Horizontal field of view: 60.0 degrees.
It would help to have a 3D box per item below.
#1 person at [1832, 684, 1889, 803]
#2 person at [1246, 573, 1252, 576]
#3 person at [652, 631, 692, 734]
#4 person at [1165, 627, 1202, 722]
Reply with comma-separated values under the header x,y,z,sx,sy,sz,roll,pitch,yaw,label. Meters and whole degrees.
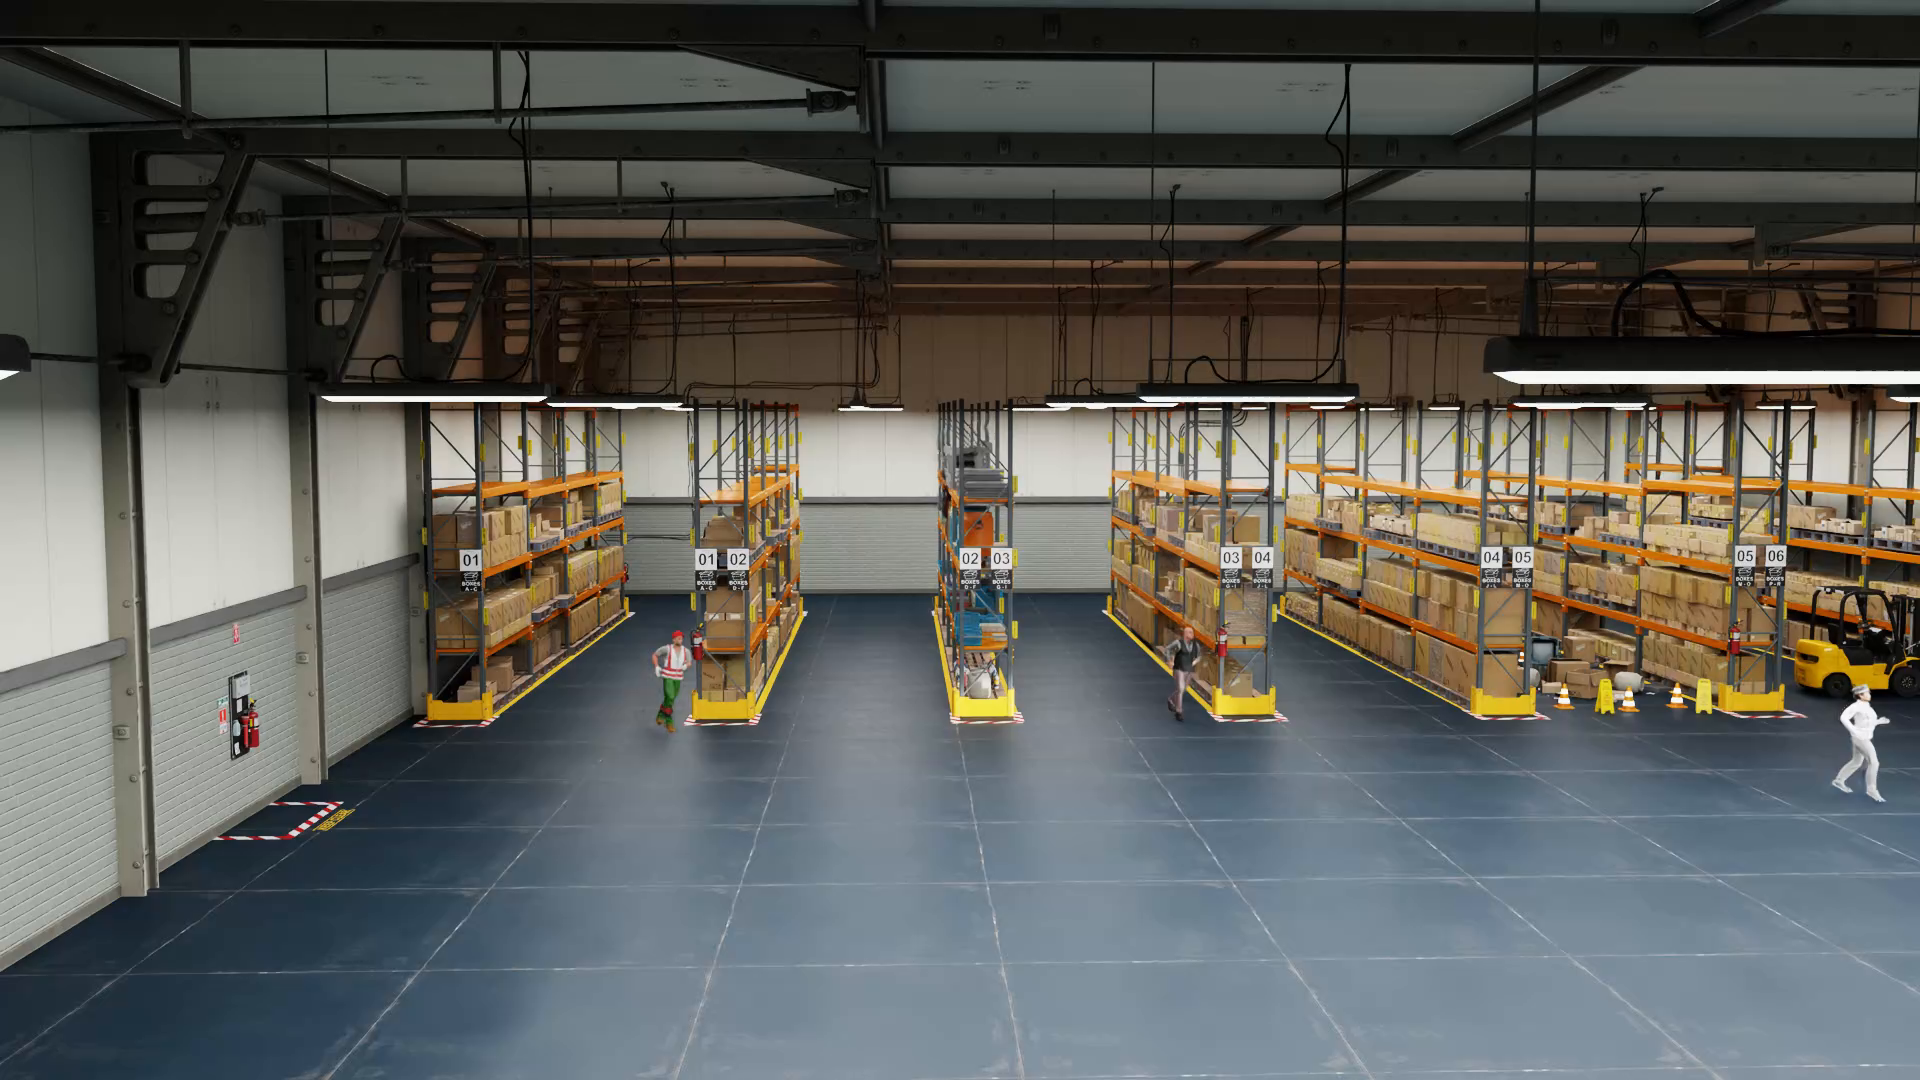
x,y,z,sx,sy,sz,roll,pitch,yaw,label
13.384,2.992,24.719,0.732,1.746,0.598,3,5,36,person
7.958,1.269,47.847,0.853,1.644,0.499,3,5,33,person
-5.198,2.540,30.225,0.673,1.797,0.880,-3,6,-39,person
4.236,2.494,31.395,0.684,1.710,0.929,-1,5,-19,person
